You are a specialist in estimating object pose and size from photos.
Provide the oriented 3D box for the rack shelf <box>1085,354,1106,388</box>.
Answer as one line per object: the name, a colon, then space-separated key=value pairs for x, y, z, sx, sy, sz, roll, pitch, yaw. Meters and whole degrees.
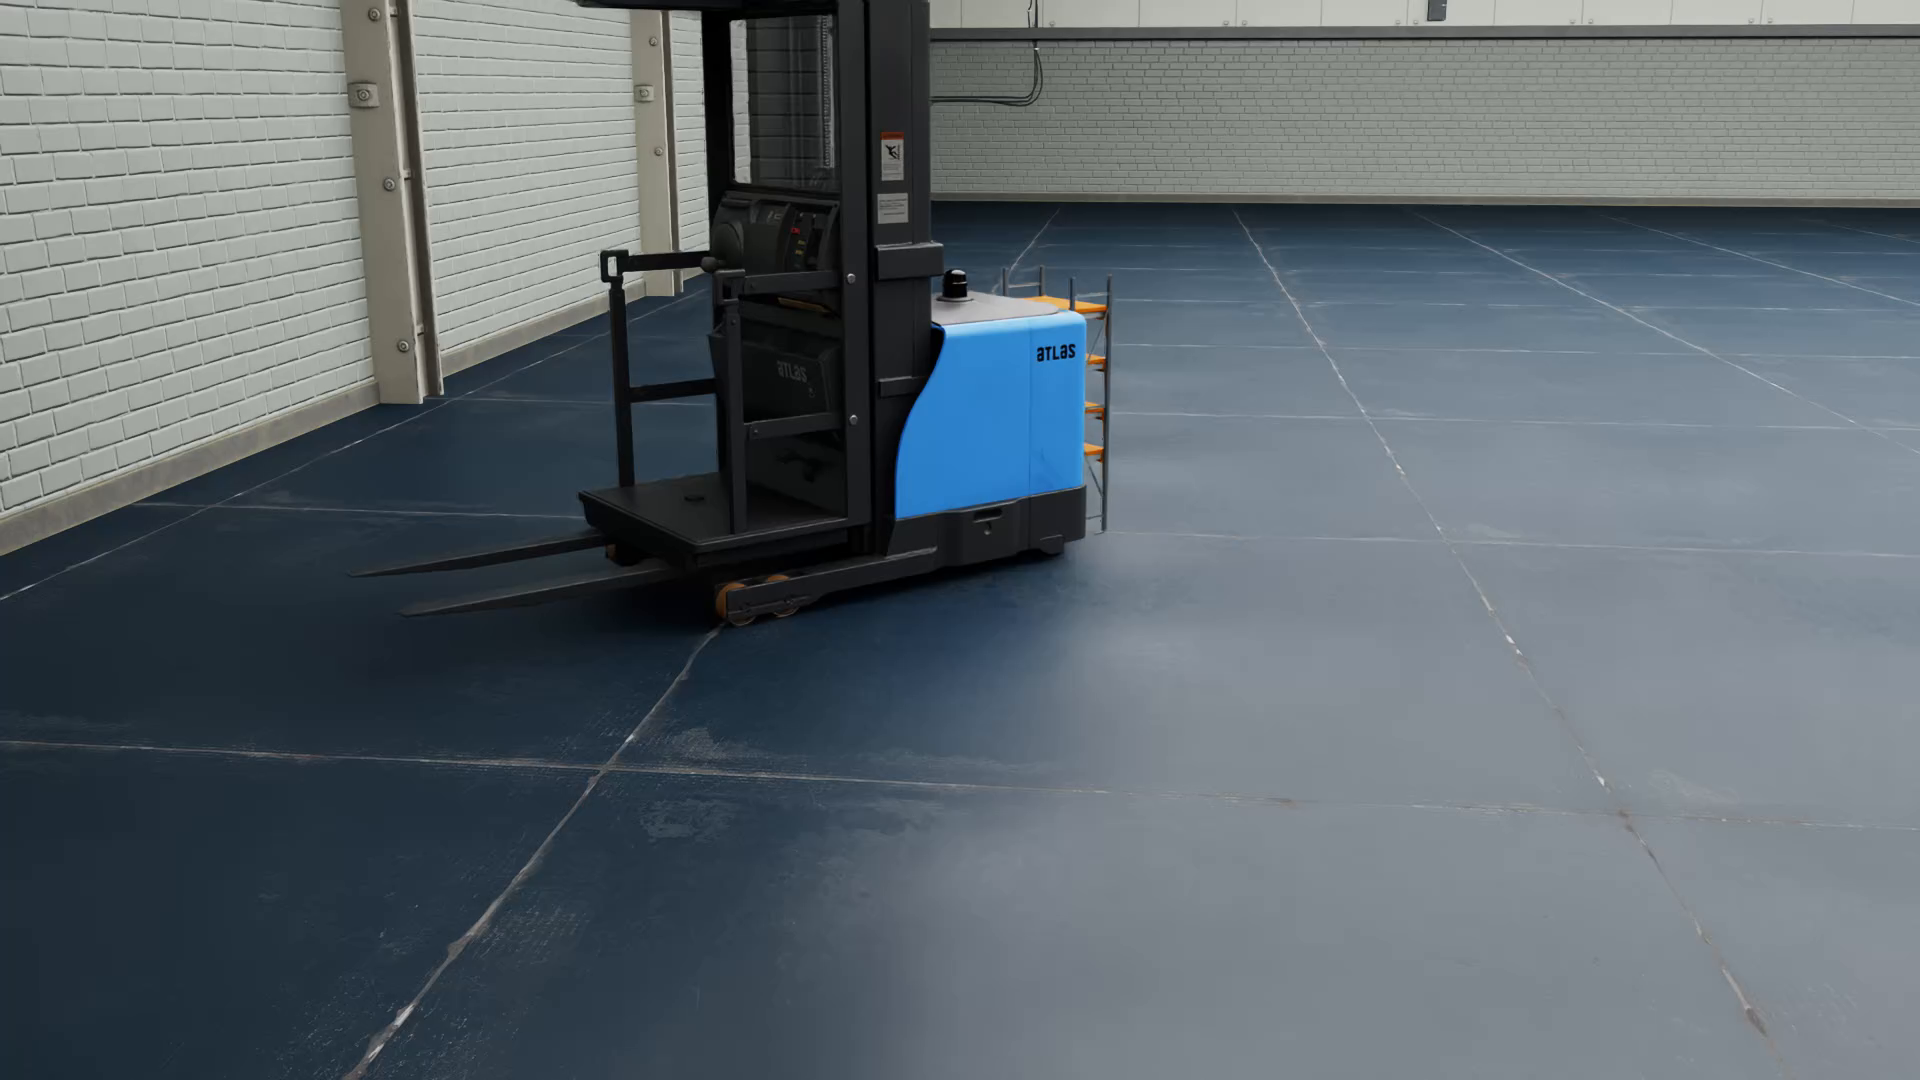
rack shelf: x=0.444 y=-0.800 z=7.723 sx=0.258 sy=0.148 sz=0.480 roll=-11 pitch=18 yaw=-35

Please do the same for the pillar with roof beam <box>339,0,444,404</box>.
pillar with roof beam: x=0.578 y=-5.172 z=9.549 sx=9.100 sy=9.000 sz=0.400 roll=2 pitch=15 yaw=6

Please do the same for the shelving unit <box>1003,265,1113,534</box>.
shelving unit: x=0.444 y=-0.649 z=7.764 sx=0.258 sy=1.200 sz=0.503 roll=-11 pitch=18 yaw=-35

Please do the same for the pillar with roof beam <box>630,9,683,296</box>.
pillar with roof beam: x=1.255 y=-6.728 z=15.304 sx=9.100 sy=9.000 sz=0.400 roll=2 pitch=15 yaw=6

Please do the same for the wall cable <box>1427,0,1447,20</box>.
wall cable: x=9.408 y=-12.050 z=28.471 sx=2.305 sy=6.003 sz=0.169 roll=2 pitch=15 yaw=6

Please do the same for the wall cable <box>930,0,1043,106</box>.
wall cable: x=-0.023 y=-9.193 z=30.370 sx=3.097 sy=2.526 sz=0.112 roll=2 pitch=15 yaw=6

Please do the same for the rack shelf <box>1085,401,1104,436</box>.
rack shelf: x=0.444 y=-0.584 z=7.781 sx=0.258 sy=0.148 sz=0.480 roll=-11 pitch=18 yaw=-35

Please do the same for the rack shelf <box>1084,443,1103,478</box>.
rack shelf: x=0.443 y=-0.393 z=7.833 sx=0.258 sy=0.148 sz=0.480 roll=-11 pitch=18 yaw=-35

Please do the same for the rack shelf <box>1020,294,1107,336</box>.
rack shelf: x=0.444 y=-1.029 z=7.661 sx=0.258 sy=0.148 sz=0.480 roll=-11 pitch=18 yaw=-35

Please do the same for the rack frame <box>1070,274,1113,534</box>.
rack frame: x=0.588 y=-0.598 z=7.573 sx=0.240 sy=1.200 sz=0.015 roll=-11 pitch=18 yaw=-35

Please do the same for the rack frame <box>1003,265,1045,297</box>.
rack frame: x=0.300 y=-0.701 z=7.954 sx=0.240 sy=1.200 sz=0.015 roll=-11 pitch=18 yaw=-35

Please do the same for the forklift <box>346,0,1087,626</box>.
forklift: x=-0.926 y=-1.238 z=6.626 sx=3.031 sy=2.935 sz=1.130 roll=-11 pitch=19 yaw=-35
